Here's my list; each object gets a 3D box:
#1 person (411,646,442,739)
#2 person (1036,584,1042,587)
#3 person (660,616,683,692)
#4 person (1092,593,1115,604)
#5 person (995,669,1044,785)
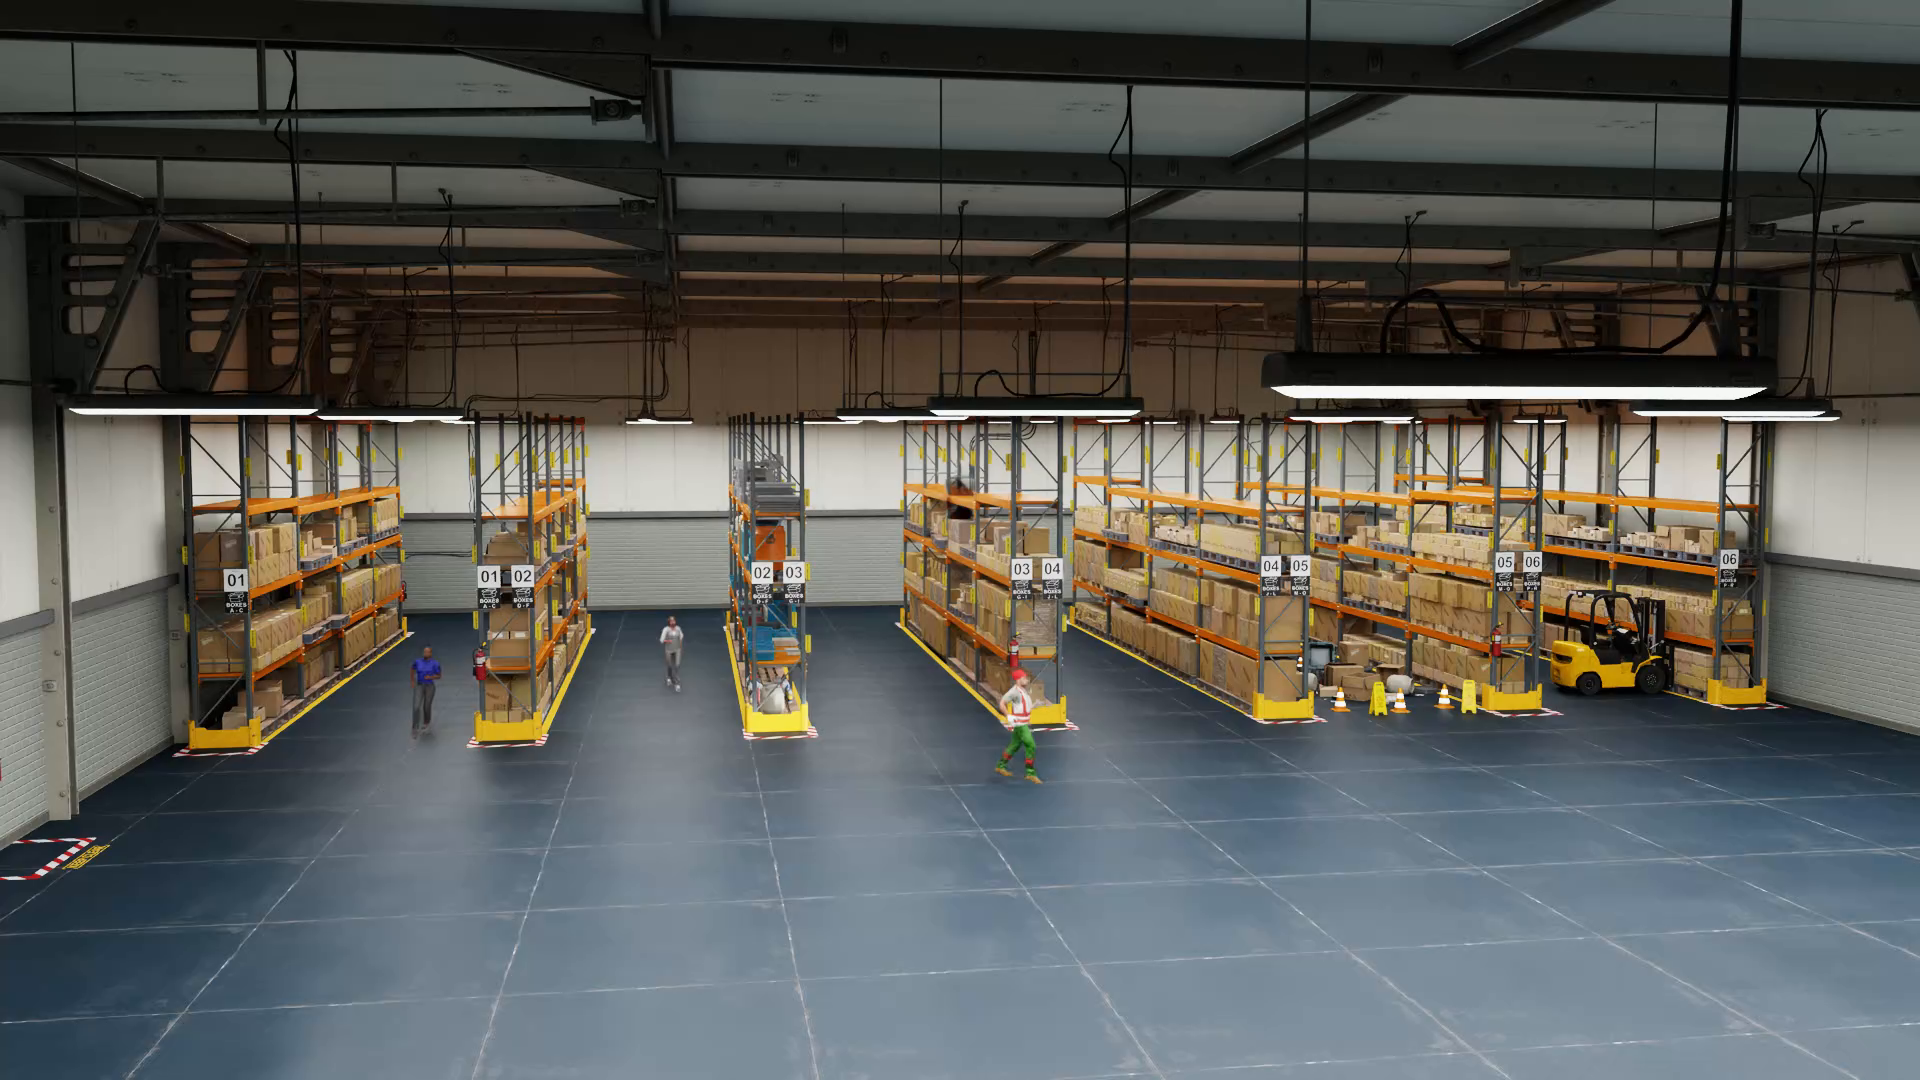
[{"bbox_3d":[-9.935,2.812,30.955,0.588,1.699,0.797,-1,4,-10],"label":"person"},{"bbox_3d":[2.031,1.670,48.057,0.714,1.582,0.619,1,4,13],"label":"person"},{"bbox_3d":[-6.251,2.453,36.139,0.535,1.588,0.851,-1,4,-21],"label":"person"},{"bbox_3d":[4.345,1.506,49.795,0.801,1.757,0.829,2,4,25],"label":"person"},{"bbox_3d":[0.952,2.997,26.732,0.836,1.838,0.652,1,4,13],"label":"person"}]
